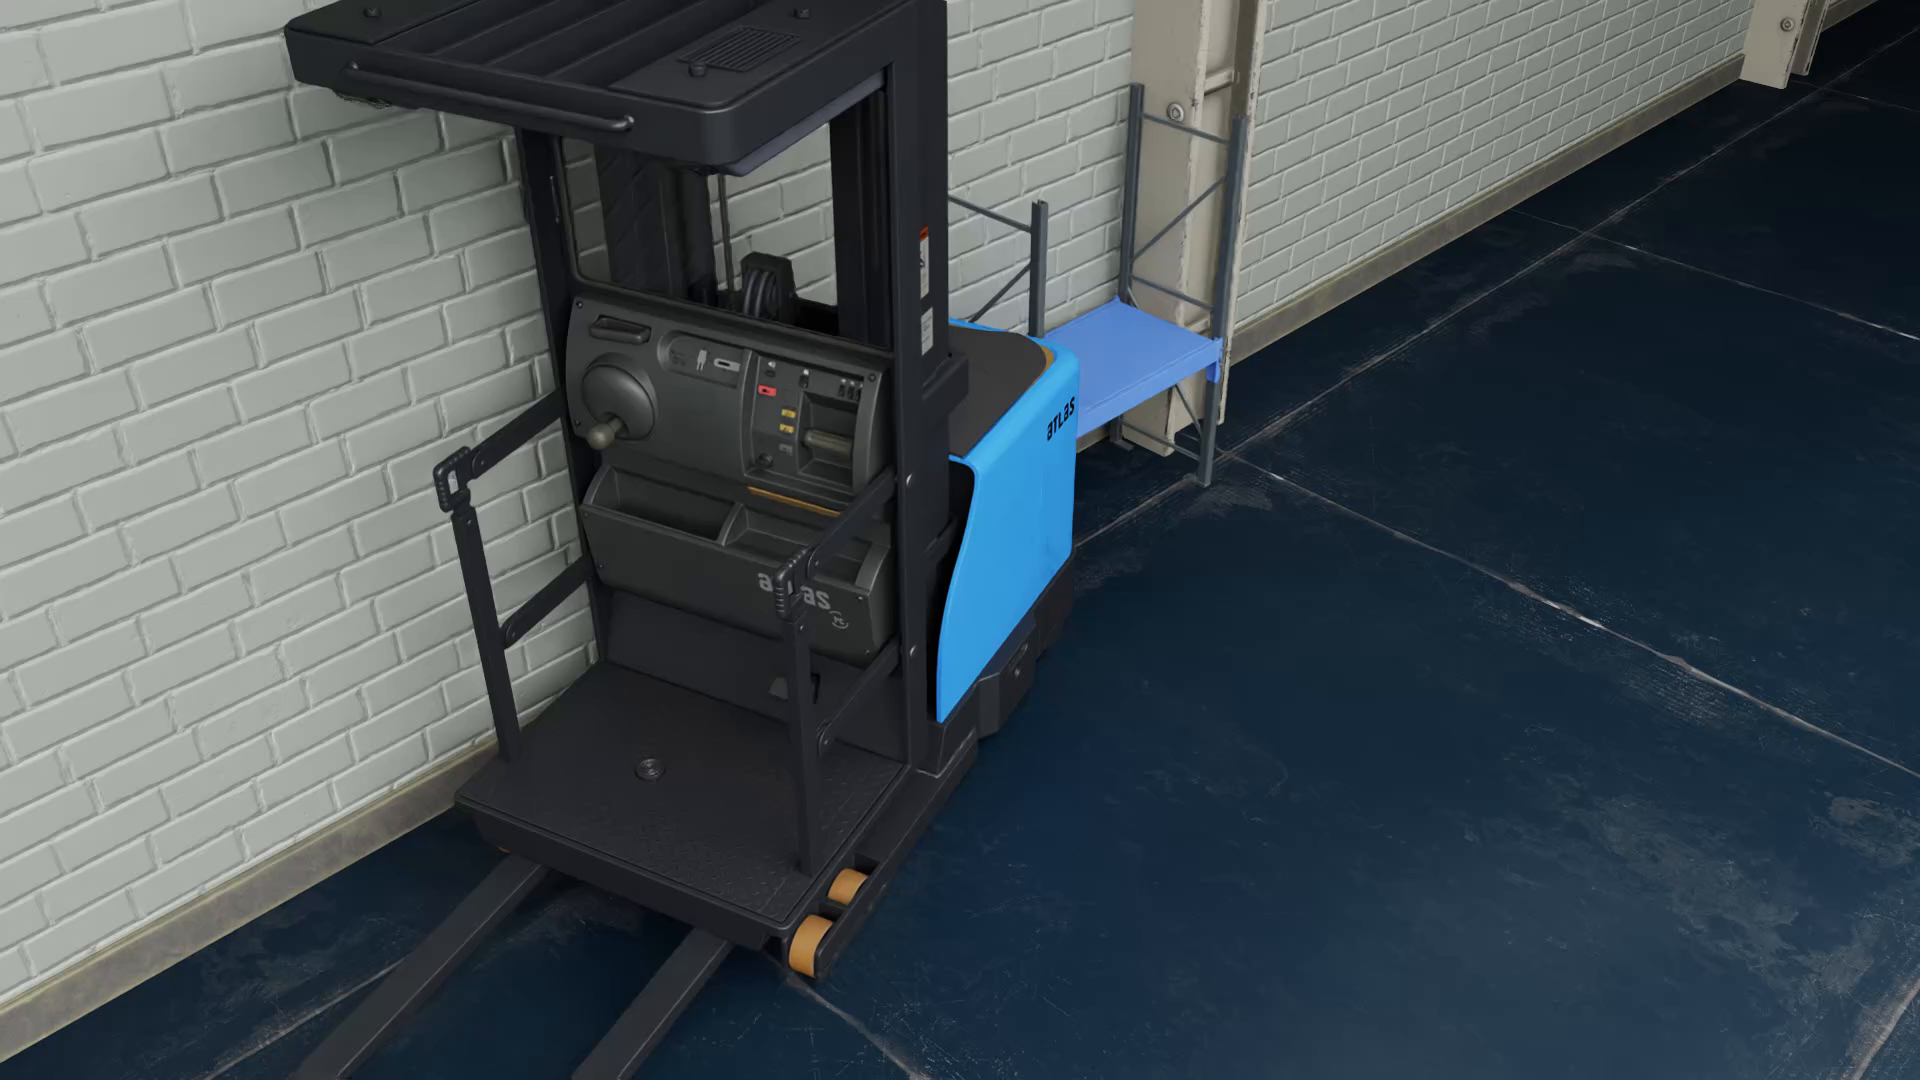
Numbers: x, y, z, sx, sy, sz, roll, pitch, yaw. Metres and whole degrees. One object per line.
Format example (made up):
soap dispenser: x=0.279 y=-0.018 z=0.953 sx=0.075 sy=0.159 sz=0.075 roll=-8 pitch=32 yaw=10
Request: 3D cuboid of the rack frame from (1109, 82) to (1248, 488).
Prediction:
rack frame: x=0.801 y=-0.928 z=6.270 sx=0.500 sy=1.500 sz=0.032 roll=30 pitch=45 yaw=35

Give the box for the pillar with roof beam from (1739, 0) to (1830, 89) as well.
pillar with roof beam: x=8.143 y=-4.870 z=5.367 sx=9.100 sy=9.000 sz=0.400 roll=30 pitch=45 yaw=35

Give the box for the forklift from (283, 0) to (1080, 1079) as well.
forklift: x=-0.714 y=-0.301 z=4.120 sx=1.130 sy=2.935 sz=3.031 roll=16 pitch=38 yaw=21

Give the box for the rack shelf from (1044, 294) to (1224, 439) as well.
rack shelf: x=0.443 y=-0.574 z=6.077 sx=0.538 sy=0.185 sz=1.000 roll=30 pitch=45 yaw=35

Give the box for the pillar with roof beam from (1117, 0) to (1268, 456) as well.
pillar with roof beam: x=3.915 y=-2.435 z=1.874 sx=9.100 sy=9.000 sz=0.400 roll=30 pitch=45 yaw=35

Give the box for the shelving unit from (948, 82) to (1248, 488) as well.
shelving unit: x=0.443 y=-0.722 z=5.974 sx=0.538 sy=1.500 sz=1.048 roll=30 pitch=45 yaw=35

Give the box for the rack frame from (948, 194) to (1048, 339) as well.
rack frame: x=0.084 y=-0.516 z=5.678 sx=0.500 sy=1.500 sz=0.032 roll=30 pitch=45 yaw=35
